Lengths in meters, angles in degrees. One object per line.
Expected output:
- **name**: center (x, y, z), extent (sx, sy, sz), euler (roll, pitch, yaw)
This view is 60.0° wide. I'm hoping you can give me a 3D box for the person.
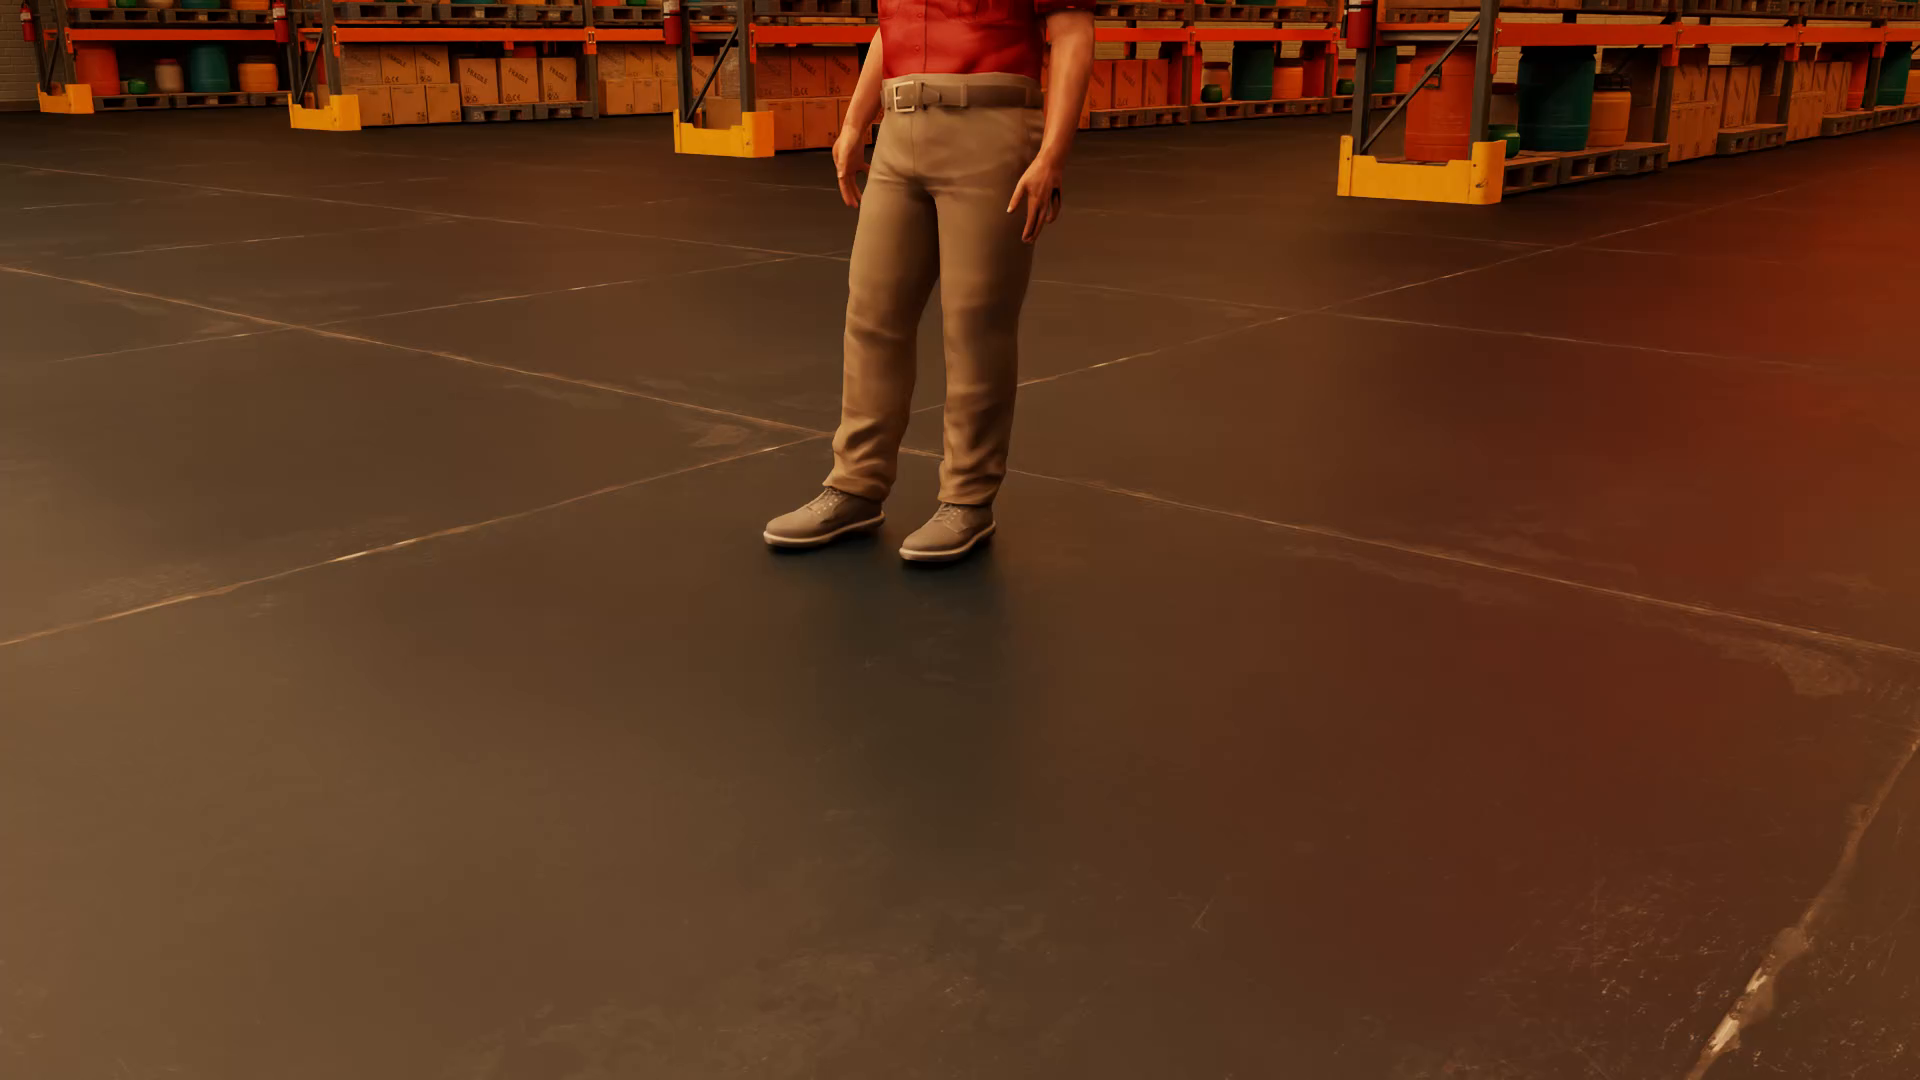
- **person**: center (-0.066, -0.817, 3.629), extent (0.641, 1.727, 0.550), euler (13, 21, 37)
